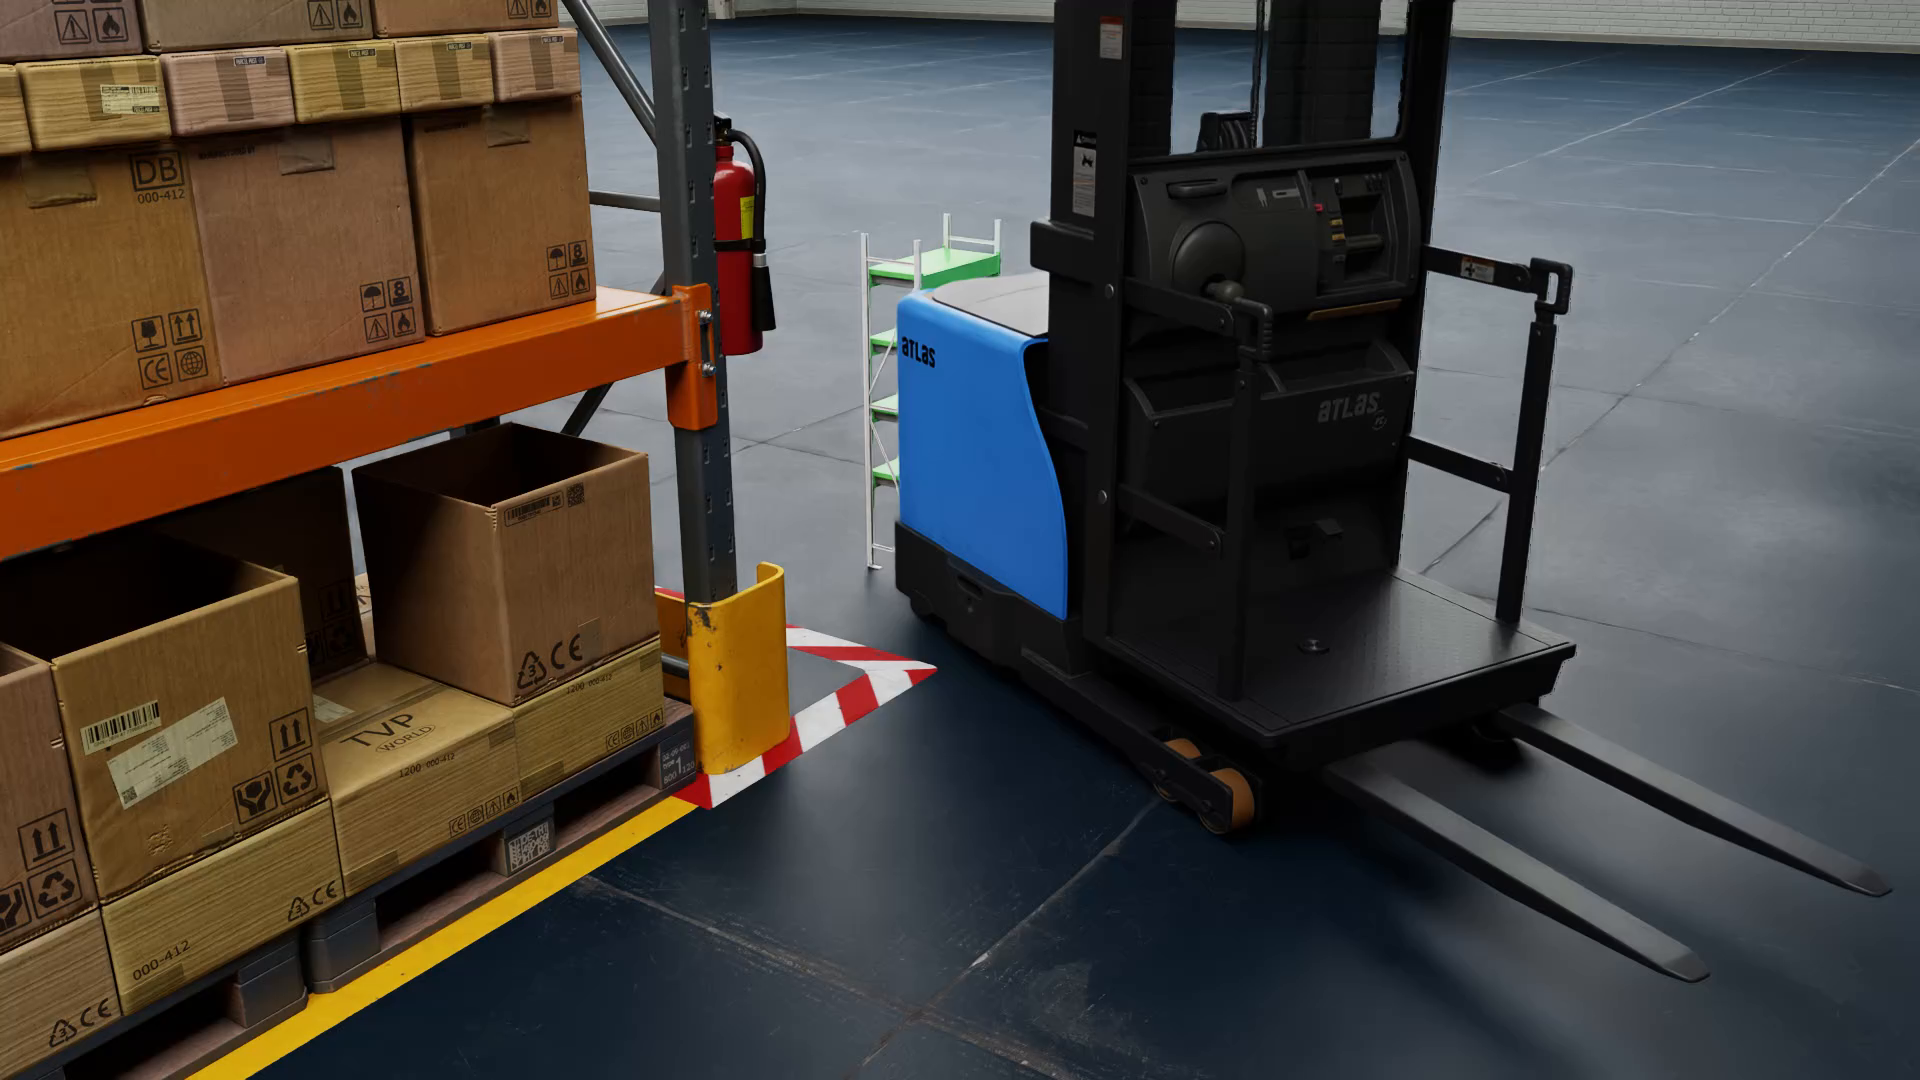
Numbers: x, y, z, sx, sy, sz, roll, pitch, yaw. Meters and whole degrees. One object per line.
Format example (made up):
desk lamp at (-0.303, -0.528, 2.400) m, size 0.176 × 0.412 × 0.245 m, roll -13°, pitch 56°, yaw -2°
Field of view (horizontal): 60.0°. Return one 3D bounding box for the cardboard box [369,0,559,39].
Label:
cardboard box at (-1.357, -1.422, 3.772) m, size 0.700 × 0.500 × 0.500 m, roll 13°, pitch 24°, yaw 32°

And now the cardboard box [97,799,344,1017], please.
cardboard box at (-1.662, 0.680, 3.461) m, size 0.500 × 0.250 × 0.500 m, roll 13°, pitch 24°, yaw 32°

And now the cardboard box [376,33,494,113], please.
cardboard box at (-1.257, -1.043, 3.681) m, size 0.380 × 0.149 × 0.250 m, roll 14°, pitch 24°, yaw 33°

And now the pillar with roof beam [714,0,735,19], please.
pillar with roof beam at (-2.260, -16.304, 37.371) m, size 9.100 × 9.000 × 0.400 m, roll 13°, pitch 24°, yaw 32°

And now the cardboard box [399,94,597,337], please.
cardboard box at (-1.327, -0.829, 4.039) m, size 0.700 × 0.500 × 0.500 m, roll 13°, pitch 24°, yaw 32°

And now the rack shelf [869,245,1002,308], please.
rack shelf at (-0.093, -0.906, 5.784) m, size 0.258 × 0.148 × 0.480 m, roll 13°, pitch 24°, yaw 32°

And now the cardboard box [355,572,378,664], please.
cardboard box at (-1.540, 0.289, 4.517) m, size 0.500 × 0.250 × 0.500 m, roll 13°, pitch 24°, yaw 32°

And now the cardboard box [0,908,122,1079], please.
cardboard box at (-1.944, 0.823, 3.074) m, size 0.500 × 0.250 × 0.500 m, roll 13°, pitch 24°, yaw 32°

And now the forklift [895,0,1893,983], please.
forklift at (0.962, -0.807, 4.223) m, size 1.130 × 2.935 × 3.031 m, roll -12°, pitch 23°, yaw -28°

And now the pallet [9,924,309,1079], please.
pallet at (-2.136, 0.970, 3.337) m, size 1.003 × 0.211 × 1.213 m, roll 13°, pitch 24°, yaw 32°

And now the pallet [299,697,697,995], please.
pallet at (-1.449, 0.622, 4.280) m, size 1.003 × 0.211 × 1.213 m, roll 13°, pitch 24°, yaw 32°

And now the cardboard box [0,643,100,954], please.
cardboard box at (-1.942, 0.472, 2.942) m, size 0.500 × 0.500 × 0.500 m, roll 13°, pitch 24°, yaw 32°

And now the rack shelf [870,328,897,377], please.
rack shelf at (-0.093, -0.680, 5.867) m, size 0.258 × 0.148 × 0.480 m, roll 13°, pitch 24°, yaw 32°

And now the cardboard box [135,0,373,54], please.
cardboard box at (-1.648, -1.270, 3.362) m, size 0.700 × 0.500 × 0.500 m, roll 13°, pitch 24°, yaw 30°

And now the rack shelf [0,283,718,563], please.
rack shelf at (-2.178, -0.002, 2.985) m, size 1.077 × 0.370 × 4.000 m, roll 13°, pitch 24°, yaw 32°

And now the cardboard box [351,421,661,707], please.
cardboard box at (-1.109, 0.039, 4.113) m, size 0.500 × 0.500 × 0.500 m, roll 13°, pitch 24°, yaw 32°

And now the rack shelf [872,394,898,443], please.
rack shelf at (-0.093, -0.455, 5.951) m, size 0.258 × 0.148 × 0.480 m, roll 13°, pitch 24°, yaw 32°

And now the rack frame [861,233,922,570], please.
rack frame at (-0.230, -0.445, 5.739) m, size 0.240 × 1.200 × 0.015 m, roll 13°, pitch 24°, yaw 32°

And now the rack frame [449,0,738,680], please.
rack frame at (-1.054, -0.914, 4.411) m, size 1.000 × 3.000 × 0.127 m, roll 13°, pitch 24°, yaw 32°

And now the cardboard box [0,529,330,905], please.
cardboard box at (-1.659, 0.329, 3.329) m, size 0.500 × 0.500 × 0.500 m, roll 13°, pitch 24°, yaw 32°

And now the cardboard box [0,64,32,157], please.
cardboard box at (-1.838, -0.746, 2.879) m, size 0.380 × 0.149 × 0.250 m, roll 14°, pitch 25°, yaw 33°

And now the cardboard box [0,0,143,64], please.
cardboard box at (-1.931, -1.126, 2.970) m, size 0.700 × 0.500 × 0.500 m, roll 13°, pitch 24°, yaw 32°

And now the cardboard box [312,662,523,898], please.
cardboard box at (-1.382, 0.536, 3.850) m, size 0.500 × 0.250 × 0.500 m, roll 13°, pitch 24°, yaw 32°

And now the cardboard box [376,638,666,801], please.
cardboard box at (-1.111, 0.390, 4.244) m, size 0.500 × 0.250 × 0.500 m, roll 13°, pitch 24°, yaw 32°

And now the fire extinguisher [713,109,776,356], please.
fire extinguisher at (-0.603, -0.821, 4.272) m, size 0.296 × 0.674 × 0.183 m, roll 13°, pitch 24°, yaw 32°

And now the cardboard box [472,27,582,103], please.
cardboard box at (-1.111, -1.118, 3.885) m, size 0.380 × 0.149 × 0.250 m, roll 13°, pitch 24°, yaw 31°

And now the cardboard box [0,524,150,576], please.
cardboard box at (-2.089, 0.228, 3.603) m, size 0.500 × 0.500 × 0.500 m, roll 13°, pitch 24°, yaw 32°

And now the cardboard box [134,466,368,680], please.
cardboard box at (-1.819, 0.082, 3.998) m, size 0.500 × 0.500 × 0.500 m, roll 13°, pitch 24°, yaw 32°

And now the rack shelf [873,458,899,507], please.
rack shelf at (-0.093, -0.230, 6.034) m, size 0.258 × 0.148 × 0.480 m, roll 13°, pitch 24°, yaw 32°

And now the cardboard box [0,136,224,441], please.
cardboard box at (-1.902, -0.536, 3.247) m, size 0.700 × 0.500 × 0.500 m, roll 13°, pitch 24°, yaw 32°

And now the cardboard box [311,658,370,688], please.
cardboard box at (-1.818, 0.434, 4.127) m, size 0.500 × 0.250 × 0.500 m, roll 13°, pitch 24°, yaw 32°

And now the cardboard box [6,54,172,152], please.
cardboard box at (-1.691, -0.822, 3.085) m, size 0.380 × 0.149 × 0.250 m, roll 14°, pitch 25°, yaw 33°

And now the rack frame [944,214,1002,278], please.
rack frame at (0.044, -0.585, 6.118) m, size 0.240 × 1.200 × 0.015 m, roll 13°, pitch 24°, yaw 32°

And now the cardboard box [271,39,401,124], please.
cardboard box at (-1.401, -0.969, 3.482) m, size 0.380 × 0.149 × 0.250 m, roll 13°, pitch 24°, yaw 31°

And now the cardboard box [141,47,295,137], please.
cardboard box at (-1.544, -0.897, 3.288) m, size 0.380 × 0.149 × 0.250 m, roll 14°, pitch 24°, yaw 33°

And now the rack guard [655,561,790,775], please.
rack guard at (-1.041, 0.252, 4.864) m, size 1.175 × 0.500 × 0.348 m, roll 13°, pitch 24°, yaw 32°

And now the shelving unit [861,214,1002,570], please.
shelving unit at (-0.093, -0.515, 5.928) m, size 0.258 × 1.200 × 0.503 m, roll 13°, pitch 24°, yaw 32°

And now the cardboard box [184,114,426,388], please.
cardboard box at (-1.618, -0.678, 3.629) m, size 0.700 × 0.500 × 0.500 m, roll 14°, pitch 24°, yaw 33°
